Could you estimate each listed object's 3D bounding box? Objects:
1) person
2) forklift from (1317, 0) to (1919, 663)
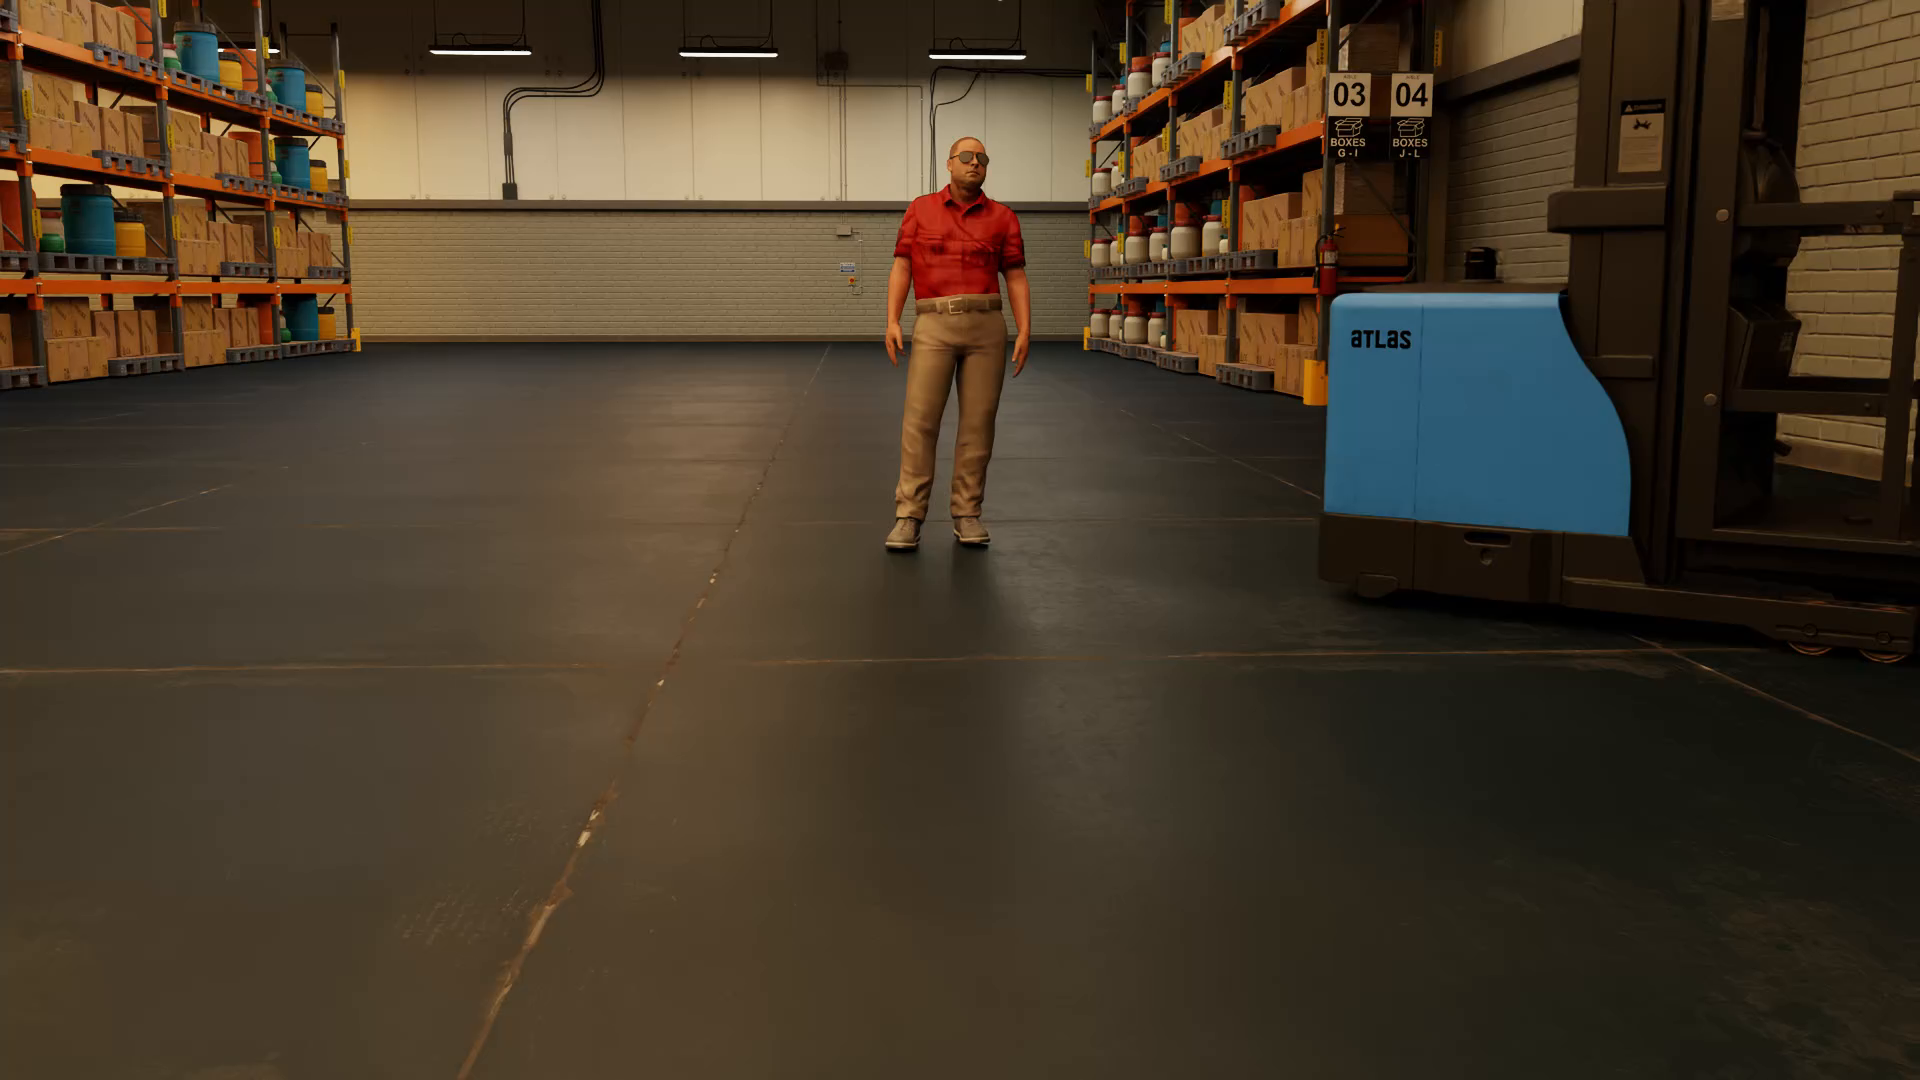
[{"bbox_3d":[-0.007,-0.849,7.093,0.640,1.727,0.551,-1,8,-4],"label":"person"},{"bbox_3d":[2.775,-1.177,5.254,3.031,2.935,1.130,6,10,34],"label":"forklift"}]
